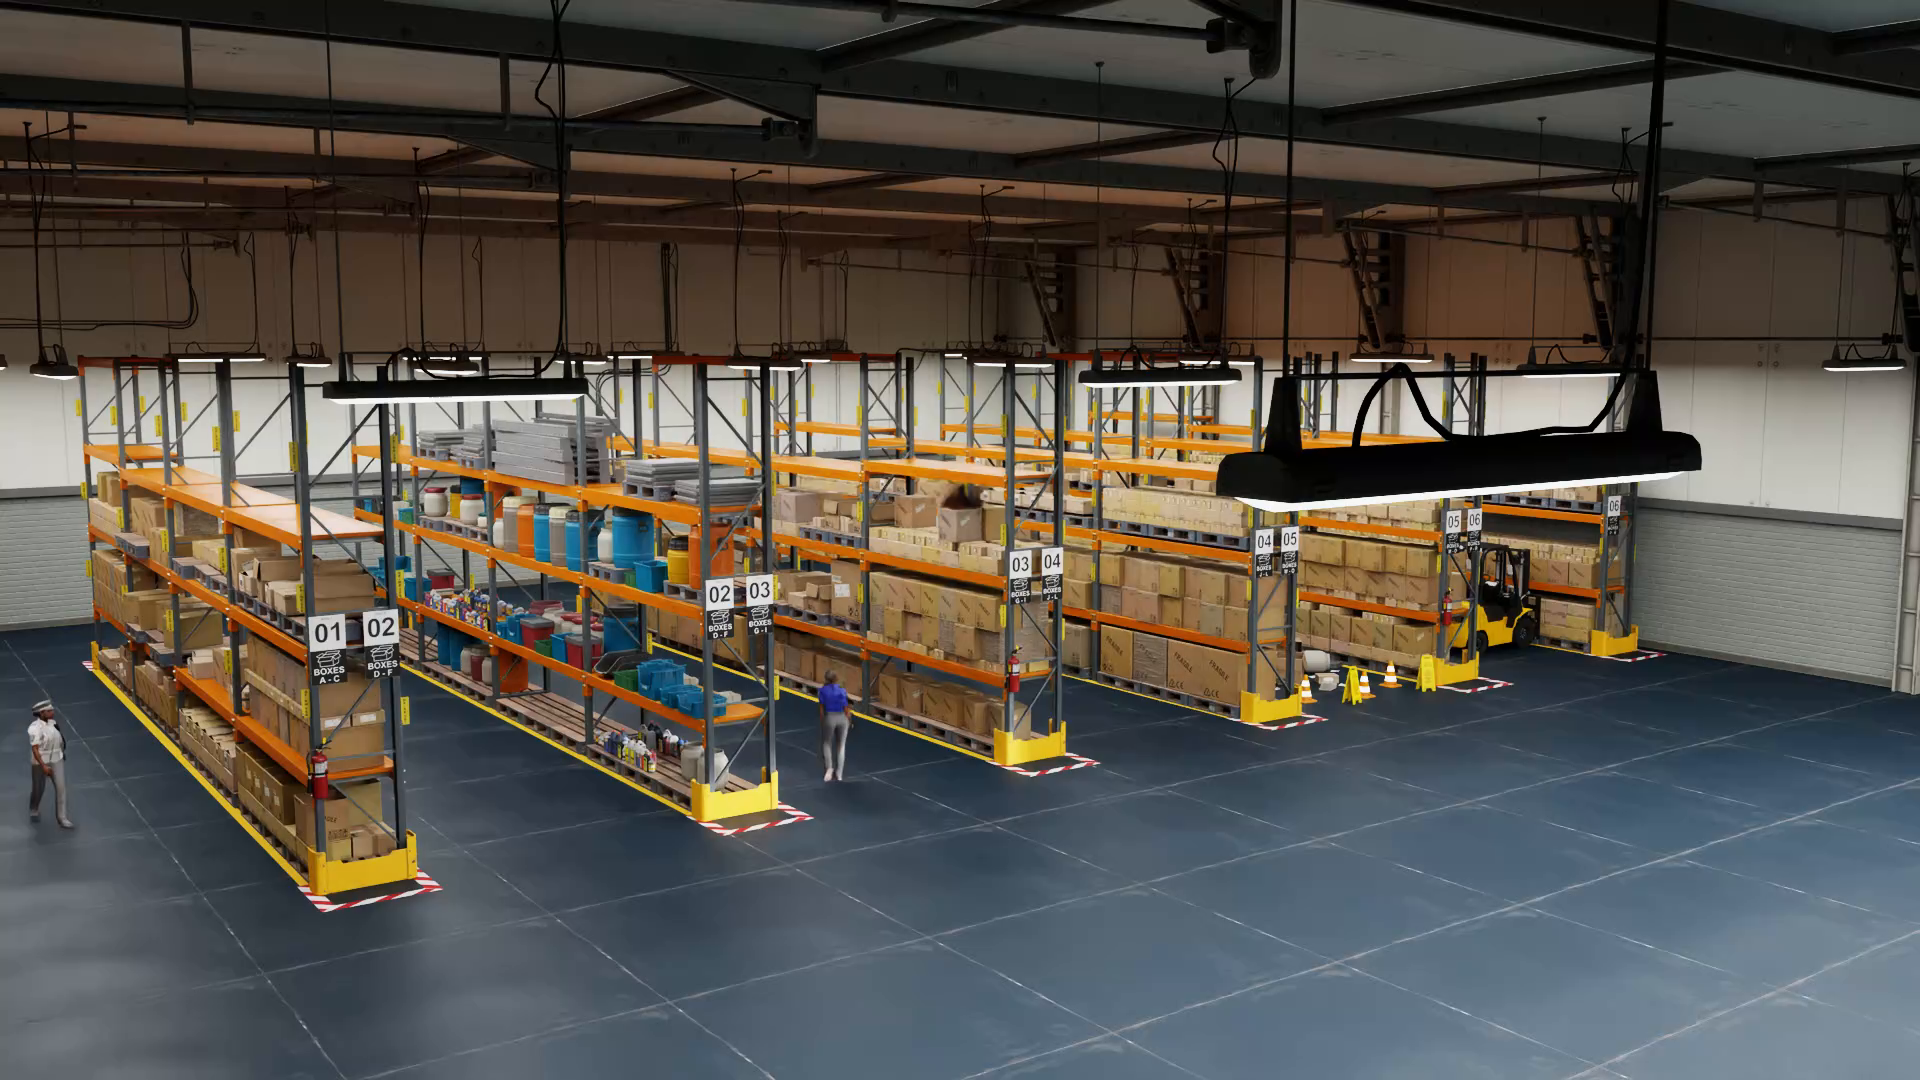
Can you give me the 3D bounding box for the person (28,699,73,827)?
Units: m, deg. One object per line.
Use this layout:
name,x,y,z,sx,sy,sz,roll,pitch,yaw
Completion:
person,-11.907,2.890,21.702,0.423,1.638,0.964,-6,9,-42

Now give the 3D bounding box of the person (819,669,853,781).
person,-1.771,2.635,23.773,0.488,1.646,0.442,-1,7,-6

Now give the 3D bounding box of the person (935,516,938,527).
person,-0.657,-0.153,46.612,0.449,1.654,0.536,6,9,40
